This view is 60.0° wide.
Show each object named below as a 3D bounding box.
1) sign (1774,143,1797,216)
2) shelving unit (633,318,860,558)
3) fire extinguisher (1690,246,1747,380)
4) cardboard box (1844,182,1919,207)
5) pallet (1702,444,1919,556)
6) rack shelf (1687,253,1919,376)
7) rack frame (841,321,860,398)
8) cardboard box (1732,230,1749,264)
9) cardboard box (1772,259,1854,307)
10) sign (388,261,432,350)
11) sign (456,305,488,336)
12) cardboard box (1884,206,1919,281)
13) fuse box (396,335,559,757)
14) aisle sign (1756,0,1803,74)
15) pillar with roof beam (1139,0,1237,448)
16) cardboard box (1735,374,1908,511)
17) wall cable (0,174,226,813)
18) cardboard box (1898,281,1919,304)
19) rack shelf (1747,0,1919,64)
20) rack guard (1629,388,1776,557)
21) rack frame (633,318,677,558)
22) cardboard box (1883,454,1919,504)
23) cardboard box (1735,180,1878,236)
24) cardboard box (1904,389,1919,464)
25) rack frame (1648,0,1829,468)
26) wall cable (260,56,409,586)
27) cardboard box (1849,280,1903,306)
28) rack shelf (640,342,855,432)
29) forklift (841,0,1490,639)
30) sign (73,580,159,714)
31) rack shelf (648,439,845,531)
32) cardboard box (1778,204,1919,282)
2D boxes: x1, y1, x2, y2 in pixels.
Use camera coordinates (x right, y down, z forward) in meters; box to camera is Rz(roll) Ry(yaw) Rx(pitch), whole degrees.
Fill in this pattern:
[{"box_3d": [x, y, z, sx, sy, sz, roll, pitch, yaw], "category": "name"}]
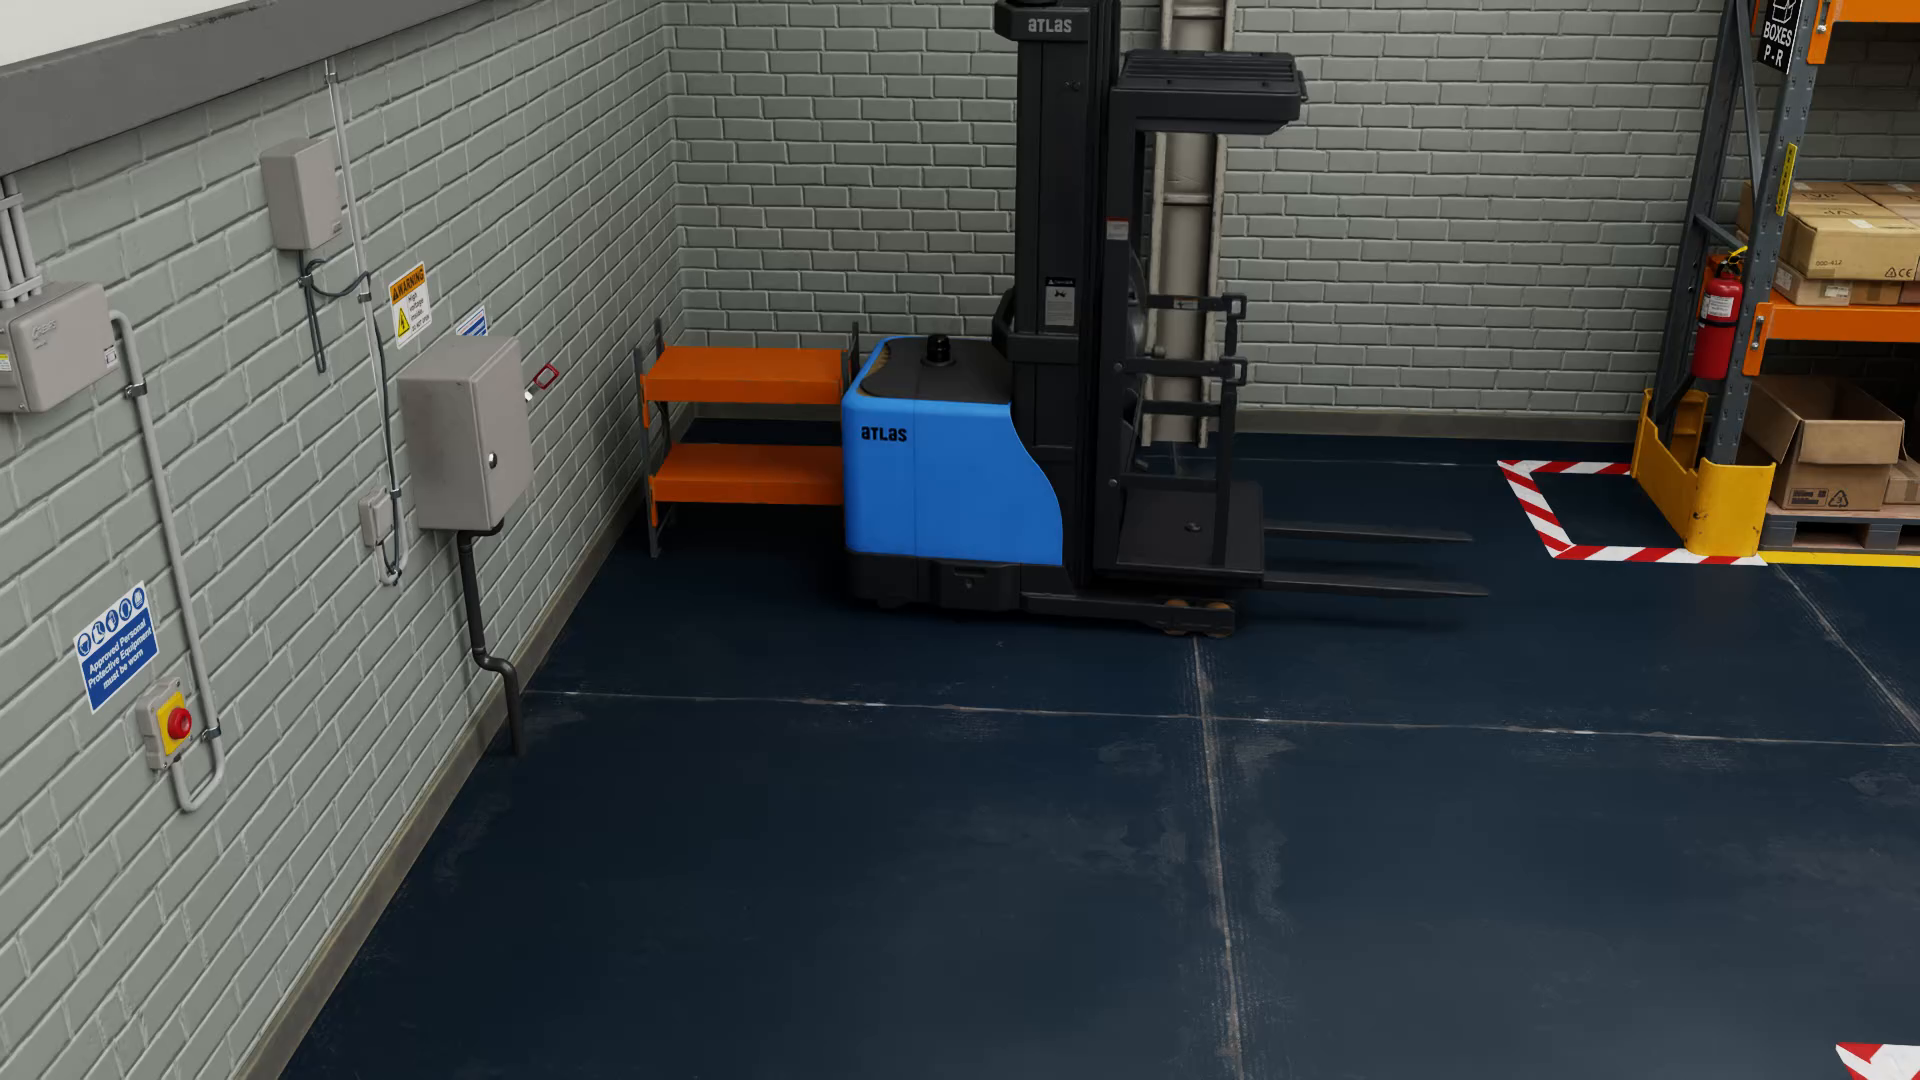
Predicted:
[{"box_3d": [3.871, -1.690, 7.799, 0.005, 0.325, 0.100, 2, 25, 4], "category": "sign"}, {"box_3d": [-1.053, -0.512, 8.516, 1.048, 1.125, 0.538, 1, 25, 3], "category": "shelving unit"}, {"box_3d": [3.731, -1.131, 8.158, 0.183, 0.674, 0.296, 2, 25, 4], "category": "fire extinguisher"}, {"box_3d": [4.906, -1.669, 8.613, 0.500, 0.250, 0.500, 2, 25, 4], "category": "cardboard box"}, {"box_3d": [4.784, -0.229, 8.995, 1.213, 0.211, 1.003, 2, 25, 4], "category": "pallet"}, {"box_3d": [5.907, -1.132, 8.483, 4.000, 0.370, 1.077, 2, 25, 4], "category": "rack shelf"}, {"box_3d": [-0.546, -0.500, 8.491, 0.032, 1.125, 0.500, 1, 25, 3], "category": "rack frame"}, {"box_3d": [4.264, -1.510, 8.744, 0.250, 0.149, 0.380, 2, 25, 3], "category": "cardboard box"}, {"box_3d": [4.220, -1.284, 8.253, 0.250, 0.149, 0.380, 2, 25, 4], "category": "cardboard box"}, {"box_3d": [-1.992, -0.855, 6.031, 0.001, 0.242, 0.339, 2, 25, 4], "category": "sign"}, {"box_3d": [-1.950, -0.665, 6.721, 0.001, 0.494, 0.329, 2, 25, 4], "category": "sign"}, {"box_3d": [4.847, -1.447, 8.131, 0.500, 0.250, 0.500, 2, 25, 5], "category": "cardboard box"}, {"box_3d": [-1.781, 0.089, 6.509, 0.414, 1.711, 0.539, 2, 25, 4], "category": "fuse box"}, {"box_3d": [3.822, -2.584, 7.667, 0.004, 0.787, 0.394, 2, 25, 4], "category": "aisle sign"}, {"box_3d": [0.964, -2.916, 4.322, 0.400, 9.000, 9.100, 2, 25, 4], "category": "pillar with roof beam"}, {"box_3d": [4.515, -0.521, 8.778, 0.637, 0.503, 0.797, 1, 25, 2], "category": "cardboard box"}, {"box_3d": [-2.087, -0.101, 4.128, 0.123, 1.953, 0.585, 2, 25, 4], "category": "wall cable"}, {"box_3d": [4.741, -1.301, 8.290, 0.250, 0.149, 0.380, 2, 25, 3], "category": "cardboard box"}, {"box_3d": [5.907, -2.495, 7.856, 4.000, 0.370, 1.077, 2, 25, 4], "category": "rack shelf"}, {"box_3d": [3.989, -0.385, 8.989, 0.348, 0.500, 1.175, 2, 25, 4], "category": "rack guard"}, {"box_3d": [-1.561, -0.523, 8.542, 0.032, 1.125, 0.500, 1, 25, 3], "category": "rack frame"}, {"box_3d": [4.936, -0.330, 8.787, 0.250, 0.149, 0.380, 1, 25, 2], "category": "cardboard box"}, {"box_3d": [4.392, -1.686, 8.649, 0.500, 0.250, 0.500, 3, 25, 6], "category": "cardboard box"}, {"box_3d": [5.365, -0.476, 8.684, 0.500, 0.500, 0.700, 3, 25, 6], "category": "cardboard box"}, {"box_3d": [3.913, -1.523, 8.472, 0.127, 3.000, 1.000, 2, 25, 4], "category": "rack frame"}, {"box_3d": [-1.990, -0.678, 5.420, 0.122, 1.984, 0.588, 2, 25, 4], "category": "wall cable"}, {"box_3d": [4.477, -1.295, 8.277, 0.250, 0.149, 0.380, 2, 25, 5], "category": "cardboard box"}, {"box_3d": [-1.053, -0.778, 8.394, 1.000, 0.278, 0.538, 1, 25, 3], "category": "rack shelf"}, {"box_3d": [1.000, -1.111, 7.658, 3.031, 2.935, 1.130, 4, 25, 8], "category": "forklift"}, {"box_3d": [-2.152, 0.270, 4.251, 0.001, 0.218, 0.327, 2, 25, 4], "category": "sign"}, {"box_3d": [-1.053, -0.290, 8.619, 1.000, 0.278, 0.538, 1, 25, 3], "category": "rack shelf"}, {"box_3d": [4.345, -1.463, 8.165, 0.500, 0.250, 0.500, 2, 25, 4], "category": "cardboard box"}]
